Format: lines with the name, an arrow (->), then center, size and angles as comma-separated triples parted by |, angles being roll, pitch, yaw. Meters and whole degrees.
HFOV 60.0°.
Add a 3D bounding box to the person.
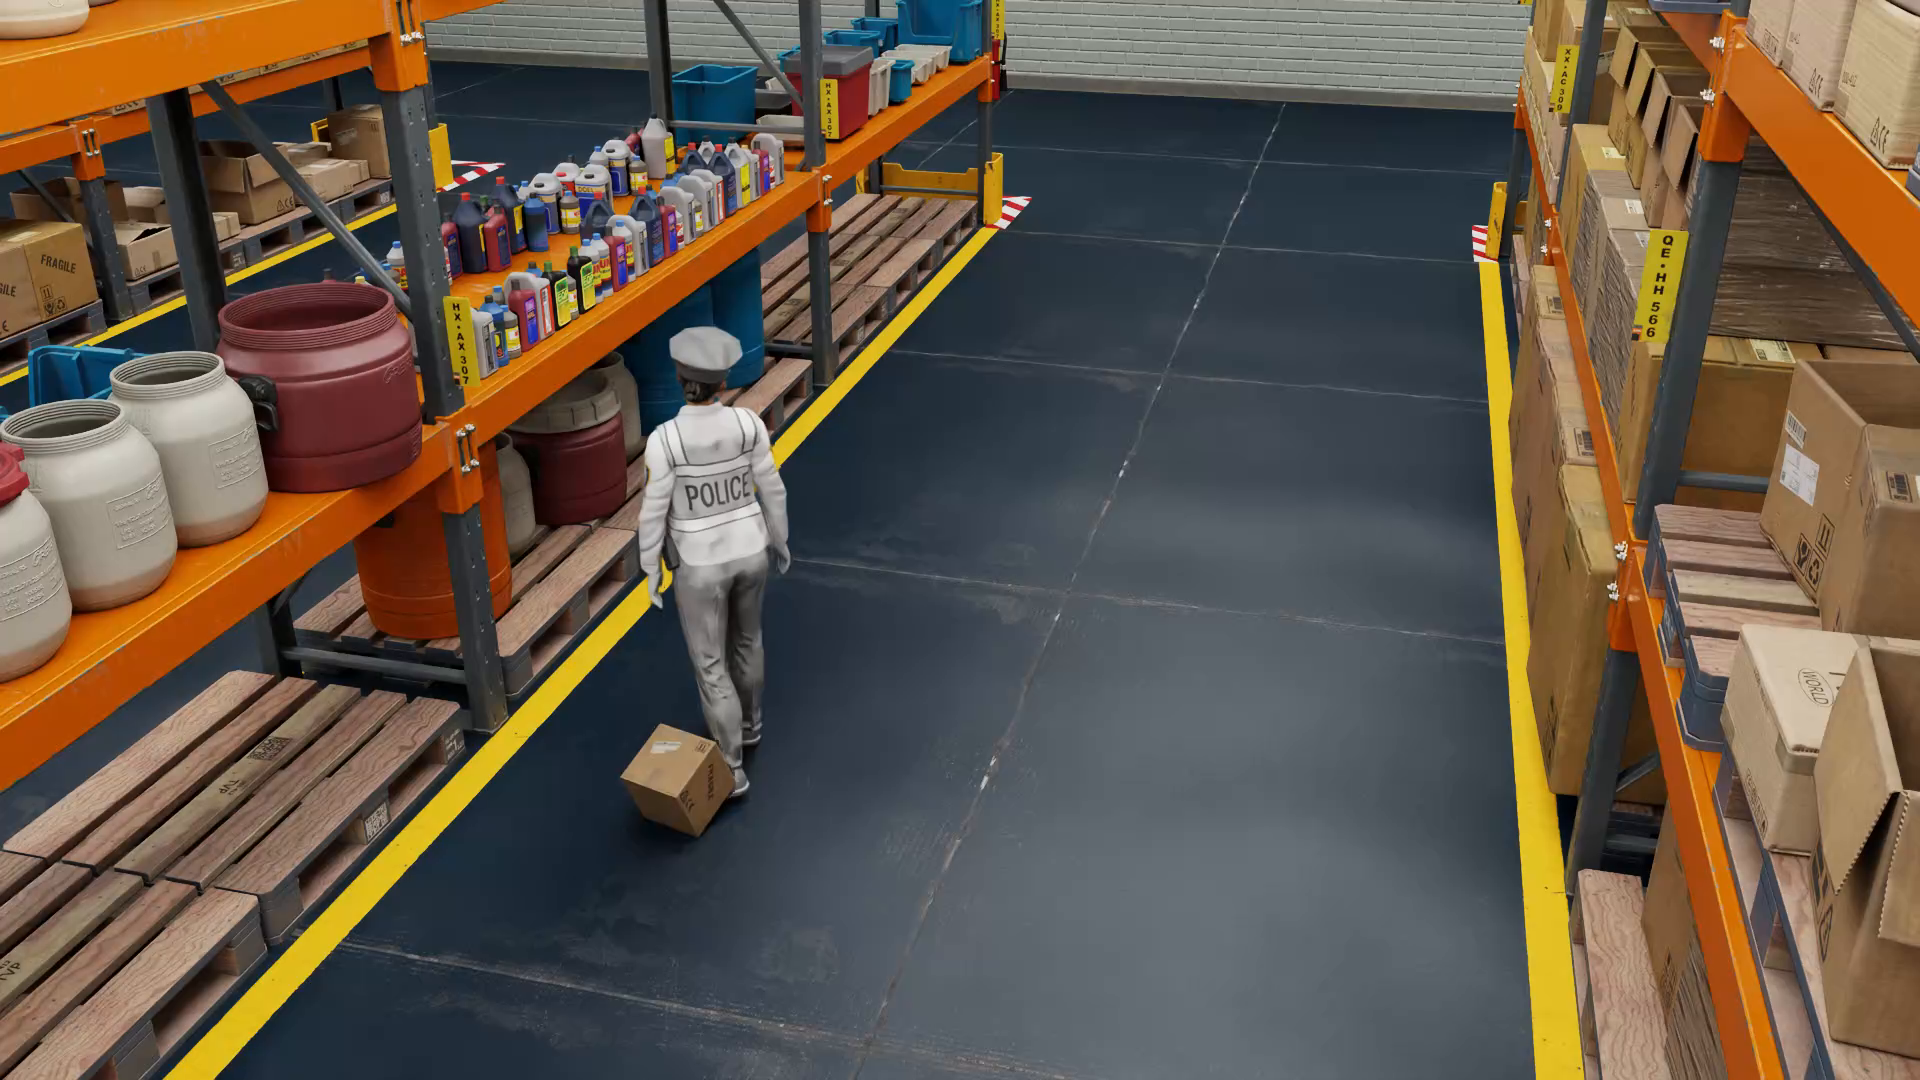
person -> -0.867, 0.063, 5.911 | 0.573, 1.666, 0.561 | -18, 31, -33
